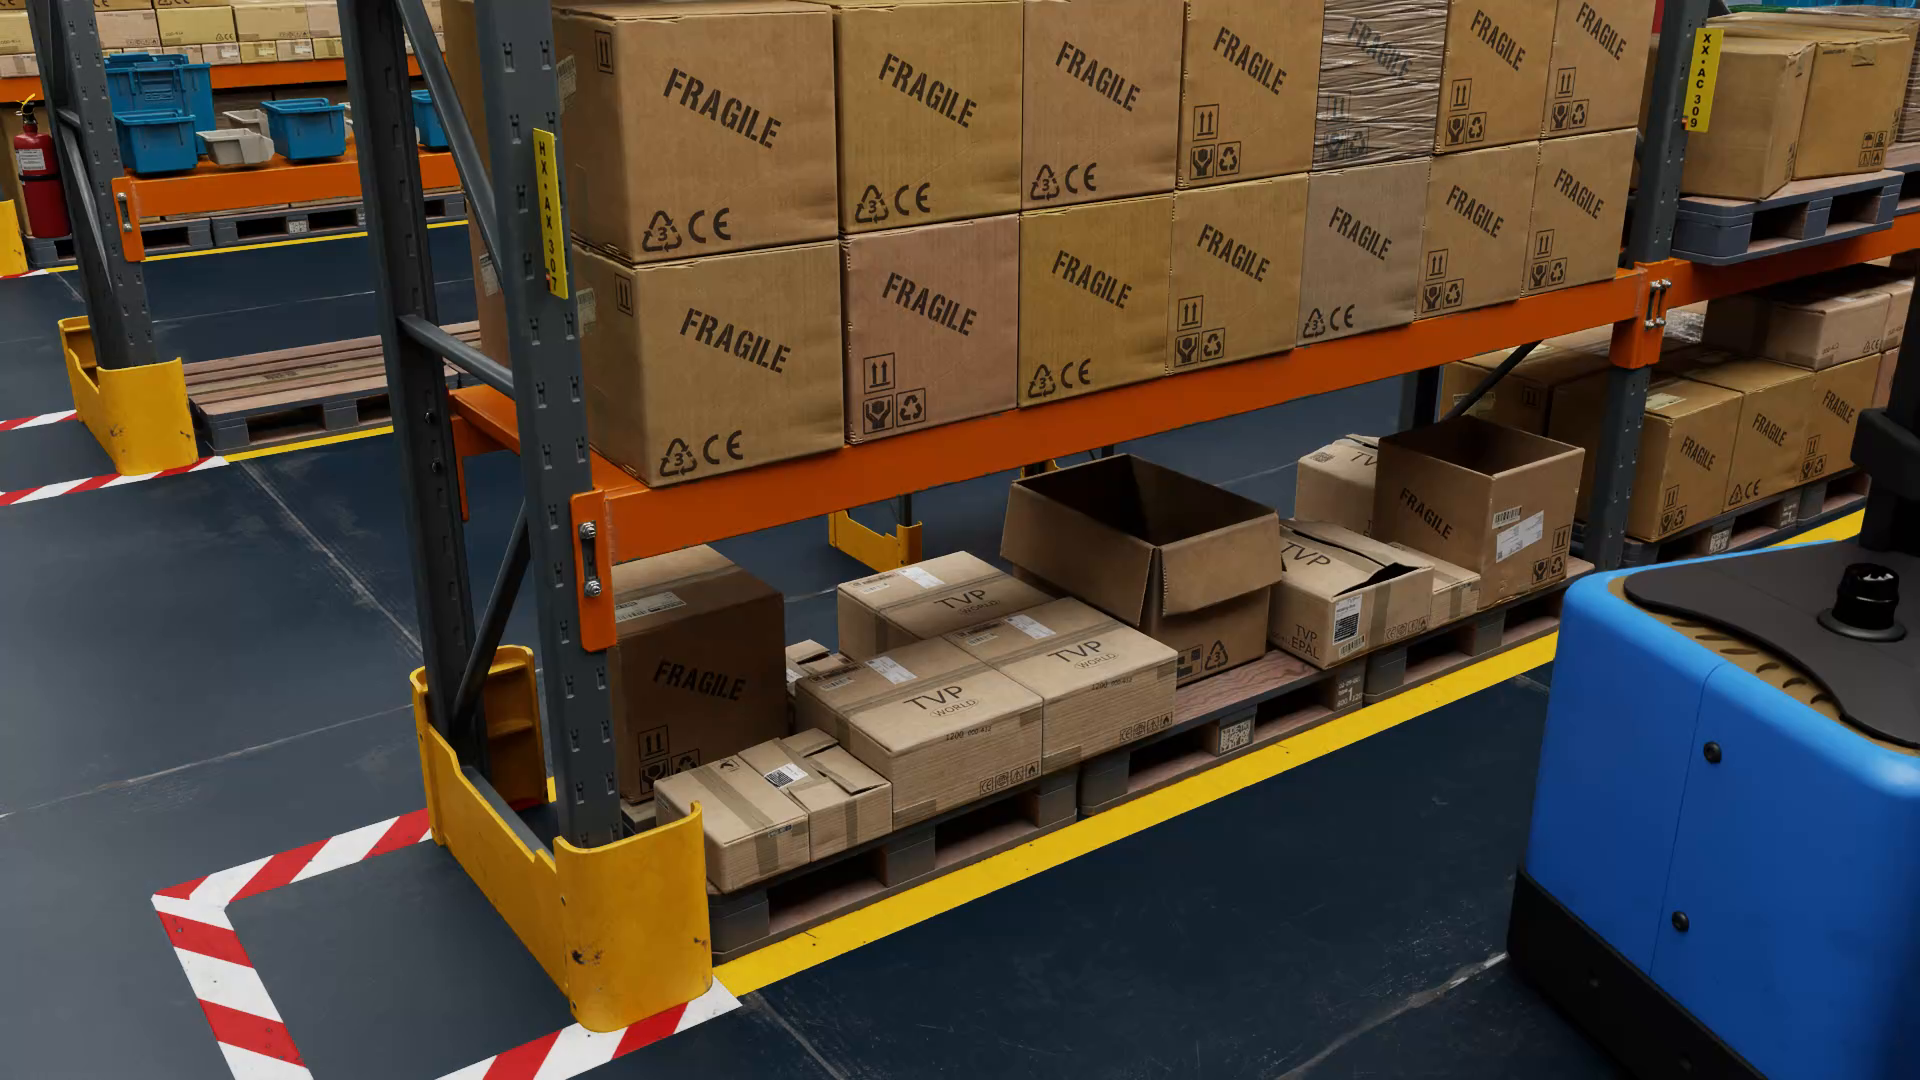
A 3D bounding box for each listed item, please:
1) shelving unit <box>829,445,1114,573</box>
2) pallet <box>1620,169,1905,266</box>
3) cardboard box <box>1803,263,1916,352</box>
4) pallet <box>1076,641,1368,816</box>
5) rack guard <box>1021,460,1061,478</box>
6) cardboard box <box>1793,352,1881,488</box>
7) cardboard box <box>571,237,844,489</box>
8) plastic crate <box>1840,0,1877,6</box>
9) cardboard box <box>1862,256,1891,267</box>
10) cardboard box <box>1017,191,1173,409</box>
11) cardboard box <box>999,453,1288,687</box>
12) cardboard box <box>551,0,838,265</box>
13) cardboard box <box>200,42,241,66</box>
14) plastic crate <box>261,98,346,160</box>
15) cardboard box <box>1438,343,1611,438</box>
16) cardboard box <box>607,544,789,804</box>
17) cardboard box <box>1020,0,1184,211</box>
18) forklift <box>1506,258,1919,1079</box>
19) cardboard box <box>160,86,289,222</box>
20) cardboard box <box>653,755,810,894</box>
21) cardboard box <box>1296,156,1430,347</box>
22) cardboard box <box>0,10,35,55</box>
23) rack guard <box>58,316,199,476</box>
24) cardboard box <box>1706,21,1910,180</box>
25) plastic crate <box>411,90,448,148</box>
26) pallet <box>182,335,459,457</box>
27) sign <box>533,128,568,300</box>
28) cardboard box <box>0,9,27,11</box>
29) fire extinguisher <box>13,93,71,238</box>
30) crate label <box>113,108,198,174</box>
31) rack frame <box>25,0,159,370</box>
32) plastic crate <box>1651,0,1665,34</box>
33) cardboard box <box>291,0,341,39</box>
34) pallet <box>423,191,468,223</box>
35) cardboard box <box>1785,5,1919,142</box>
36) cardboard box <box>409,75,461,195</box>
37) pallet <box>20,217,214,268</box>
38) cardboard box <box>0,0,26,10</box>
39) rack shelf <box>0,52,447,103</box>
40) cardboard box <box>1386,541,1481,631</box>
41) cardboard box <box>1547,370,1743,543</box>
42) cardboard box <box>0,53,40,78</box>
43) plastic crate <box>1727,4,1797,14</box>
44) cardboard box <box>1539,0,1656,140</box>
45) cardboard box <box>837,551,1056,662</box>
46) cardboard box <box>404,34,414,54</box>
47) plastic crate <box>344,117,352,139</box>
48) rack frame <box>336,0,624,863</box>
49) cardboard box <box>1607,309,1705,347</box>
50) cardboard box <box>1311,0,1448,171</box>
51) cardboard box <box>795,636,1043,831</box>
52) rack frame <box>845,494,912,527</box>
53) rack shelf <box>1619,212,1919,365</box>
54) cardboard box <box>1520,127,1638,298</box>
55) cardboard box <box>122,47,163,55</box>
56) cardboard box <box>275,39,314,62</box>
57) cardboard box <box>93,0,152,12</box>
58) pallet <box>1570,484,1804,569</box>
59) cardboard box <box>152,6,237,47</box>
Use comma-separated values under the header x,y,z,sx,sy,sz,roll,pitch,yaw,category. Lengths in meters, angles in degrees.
x,y,z,sx,sy,sz,roll,pitch,yaw,category
0.062,-0.713,6.660,1.083,1.500,0.587,-15,26,-33,shelving unit
2.829,-1.324,6.426,1.213,0.211,1.003,-15,26,-33,pallet
3.870,-1.021,7.175,0.500,0.250,0.500,-16,26,-34,cardboard box
0.567,0.436,5.518,1.213,0.211,1.003,-15,26,-33,pallet
0.466,-0.240,7.162,0.087,0.250,0.587,-15,26,-33,rack guard
3.488,-0.572,7.062,0.500,0.500,0.500,-15,26,-32,cardboard box
-0.617,-0.470,3.892,0.500,0.500,0.500,-14,26,-32,cardboard box
8.205,-4.955,15.467,0.408,0.251,0.499,-15,26,-33,plastic crate
4.827,-1.169,8.559,0.500,0.500,0.500,-14,26,-31,cardboard box
0.208,-0.691,4.446,0.500,0.500,0.500,-15,26,-33,cardboard box
0.594,0.091,5.397,0.637,0.503,0.797,-15,26,-33,cardboard box
-0.617,-0.935,3.707,0.500,0.500,0.500,-14,26,-31,cardboard box
-5.390,-3.528,12.029,0.250,0.149,0.380,-15,26,-33,cardboard box
-3.094,-1.945,7.868,0.300,0.233,0.416,-15,26,-33,plastic crate
2.349,-0.509,6.904,0.500,0.500,0.500,-15,26,-33,cardboard box
-0.833,0.358,4.731,0.500,0.500,0.500,-15,26,-33,cardboard box
0.212,-1.157,4.264,0.500,0.500,0.500,-15,26,-32,cardboard box
2.935,-0.288,3.664,3.031,2.935,1.130,-7,23,-17,forklift
-5.702,-2.956,12.557,0.875,0.875,0.875,-15,26,-33,cardboard box
-0.590,0.726,4.284,0.250,0.149,0.380,-15,26,-33,cardboard box
1.027,-0.910,4.995,0.500,0.500,0.500,-14,26,-32,cardboard box
-6.366,-3.479,11.369,0.500,0.250,0.500,-16,27,-34,cardboard box
-4.033,-0.728,8.046,0.348,0.500,1.175,-15,26,-33,rack guard
3.152,-1.717,6.452,0.500,0.500,0.700,-10,24,-25,cardboard box
-2.559,-2.088,8.225,0.300,0.233,0.416,-15,26,-33,plastic crate
-3.329,-0.770,8.540,1.213,0.211,1.003,-15,26,-33,pallet
-0.814,-0.646,3.300,0.005,0.325,0.100,-15,26,-33,sign
-6.675,-3.641,11.775,0.500,0.250,0.500,-15,26,-34,cardboard box
-4.408,-1.793,7.950,0.183,0.674,0.296,-15,26,-33,fire extinguisher
-3.628,-1.803,7.511,0.303,0.233,0.416,-15,26,-33,crate label
-4.021,-1.898,7.606,0.127,3.000,1.000,-15,26,-33,rack frame
5.506,-4.328,13.610,0.583,0.464,0.402,-15,26,-33,plastic crate
-4.704,-3.925,12.485,0.500,0.250,0.500,-14,26,-32,cardboard box
-4.329,-2.818,13.673,1.213,0.211,1.003,-15,26,-33,pallet
4.064,-2.069,7.333,0.500,0.500,0.700,-10,24,-23,cardboard box
-4.249,-3.343,13.528,0.875,0.875,0.875,-15,26,-33,cardboard box
-6.310,-2.290,12.349,1.213,0.211,1.003,-15,26,-33,pallet
-6.671,-3.989,11.636,0.500,0.500,0.500,-15,26,-32,cardboard box
-5.290,-3.487,12.558,4.000,0.370,1.077,-15,26,-33,rack shelf
1.550,0.155,5.714,0.250,0.149,0.380,-15,26,-33,cardboard box
2.651,-0.348,6.499,0.500,0.500,0.500,-16,27,-35,cardboard box
-6.432,-3.249,11.330,0.250,0.149,0.380,-15,26,-32,cardboard box
6.987,-4.606,14.677,0.662,0.188,0.450,-15,26,-33,plastic crate
1.857,-1.596,5.365,0.500,0.500,0.500,-15,26,-33,cardboard box
-0.045,0.277,5.270,0.500,0.250,0.500,-15,26,-33,cardboard box
-4.349,-3.806,12.725,0.250,0.149,0.380,-14,26,-32,cardboard box
-3.221,-2.093,8.368,0.243,0.136,0.396,-15,26,-33,plastic crate
-1.131,-0.407,3.869,0.127,3.000,1.000,-15,26,-33,rack frame
3.163,-0.722,7.438,0.500,0.500,0.500,-15,26,-32,cardboard box
1.033,-1.376,4.812,0.500,0.500,0.500,-15,26,-32,cardboard box
-0.118,0.525,4.649,0.500,0.250,0.500,-15,26,-33,cardboard box
-0.343,-0.605,6.389,0.032,1.500,0.500,-15,26,-33,rack frame
3.740,-1.372,7.257,4.000,0.370,1.077,-15,26,-33,rack shelf
1.860,-1.134,5.556,0.500,0.500,0.500,-14,26,-32,cardboard box
-5.806,-3.417,11.752,0.250,0.149,0.380,-15,26,-34,cardboard box
-4.973,-3.640,12.309,0.250,0.149,0.380,-14,26,-32,cardboard box
-5.960,-3.936,11.501,0.500,0.500,0.500,-16,27,-34,cardboard box
2.754,-0.165,7.025,1.213,0.211,1.003,-15,26,-33,pallet
-5.538,-3.701,11.926,0.500,0.250,0.500,-16,27,-35,cardboard box
